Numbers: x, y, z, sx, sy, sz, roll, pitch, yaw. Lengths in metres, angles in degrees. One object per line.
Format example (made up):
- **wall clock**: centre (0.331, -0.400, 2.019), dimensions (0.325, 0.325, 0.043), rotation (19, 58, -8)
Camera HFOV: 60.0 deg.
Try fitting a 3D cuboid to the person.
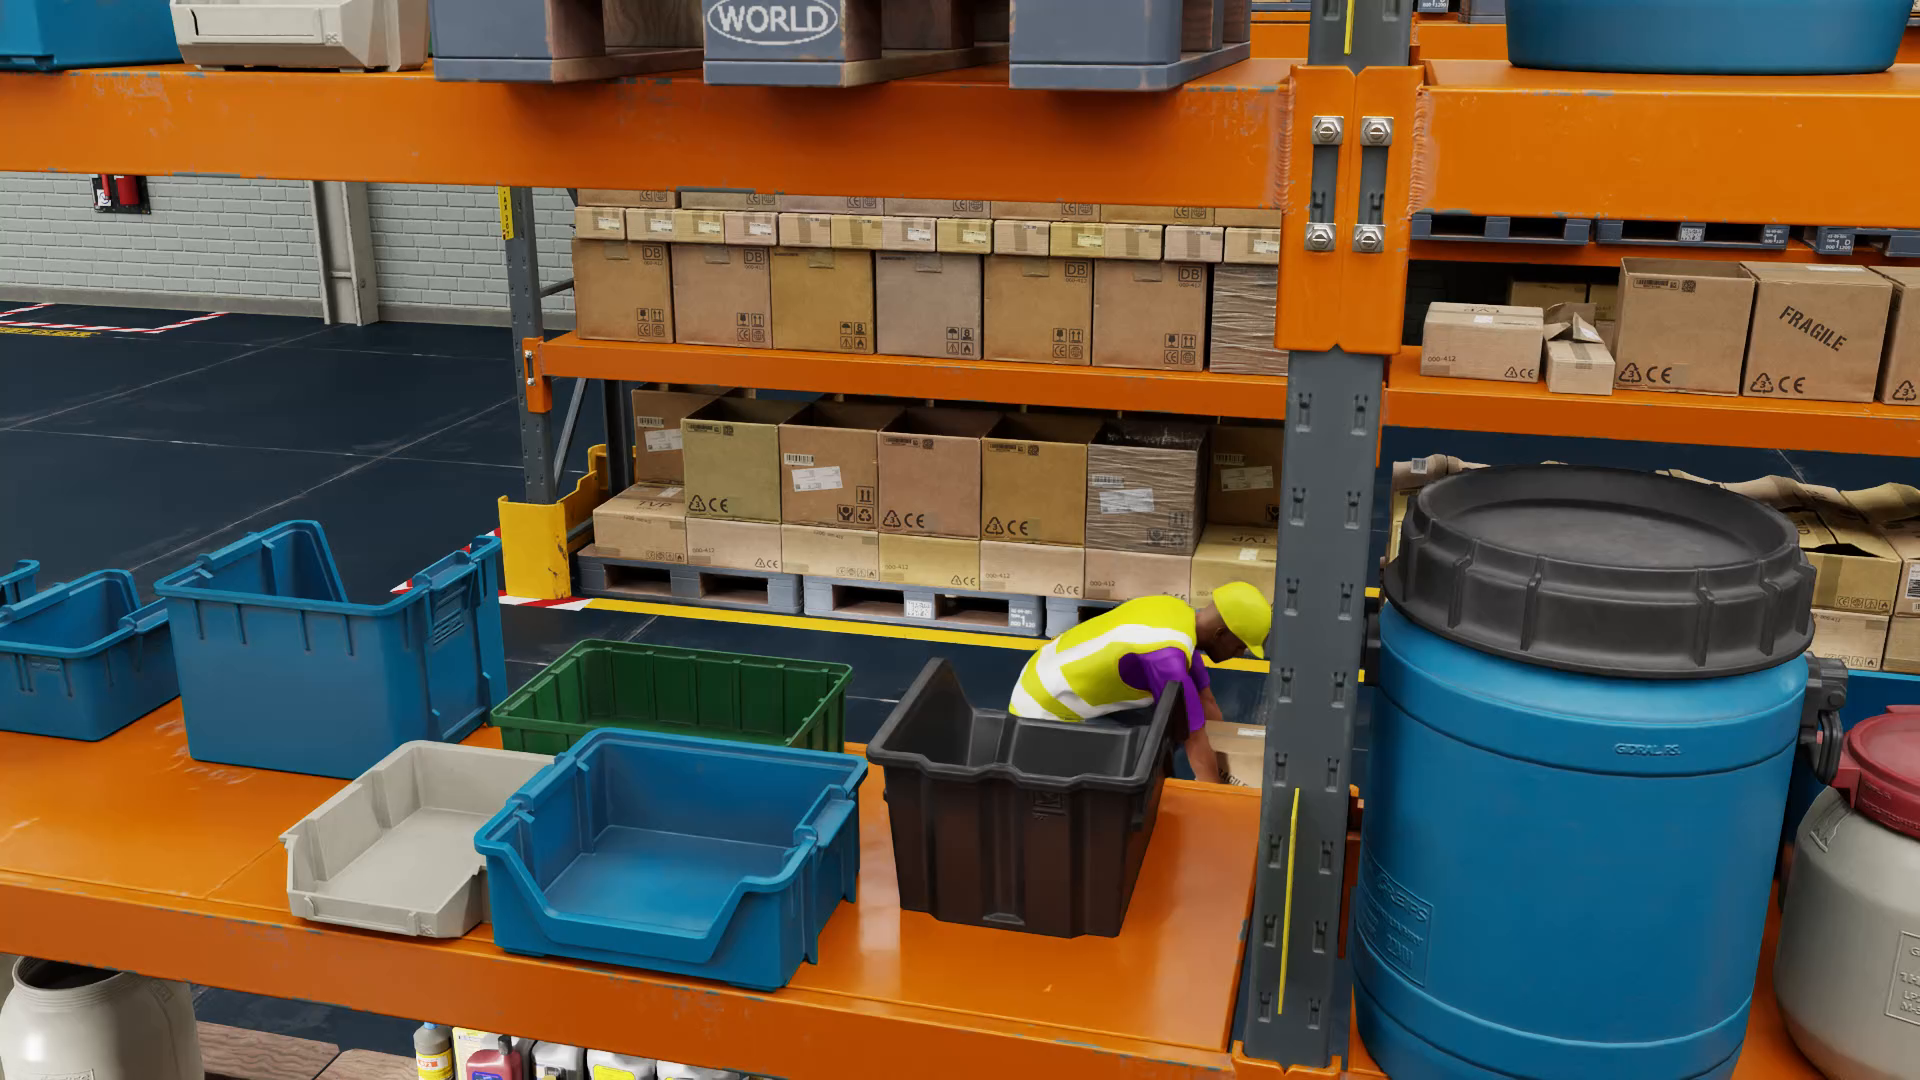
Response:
- **person**: centre (0.641, 0.610, 5.886), dimensions (0.914, 1.009, 0.537), rotation (4, 19, 12)
